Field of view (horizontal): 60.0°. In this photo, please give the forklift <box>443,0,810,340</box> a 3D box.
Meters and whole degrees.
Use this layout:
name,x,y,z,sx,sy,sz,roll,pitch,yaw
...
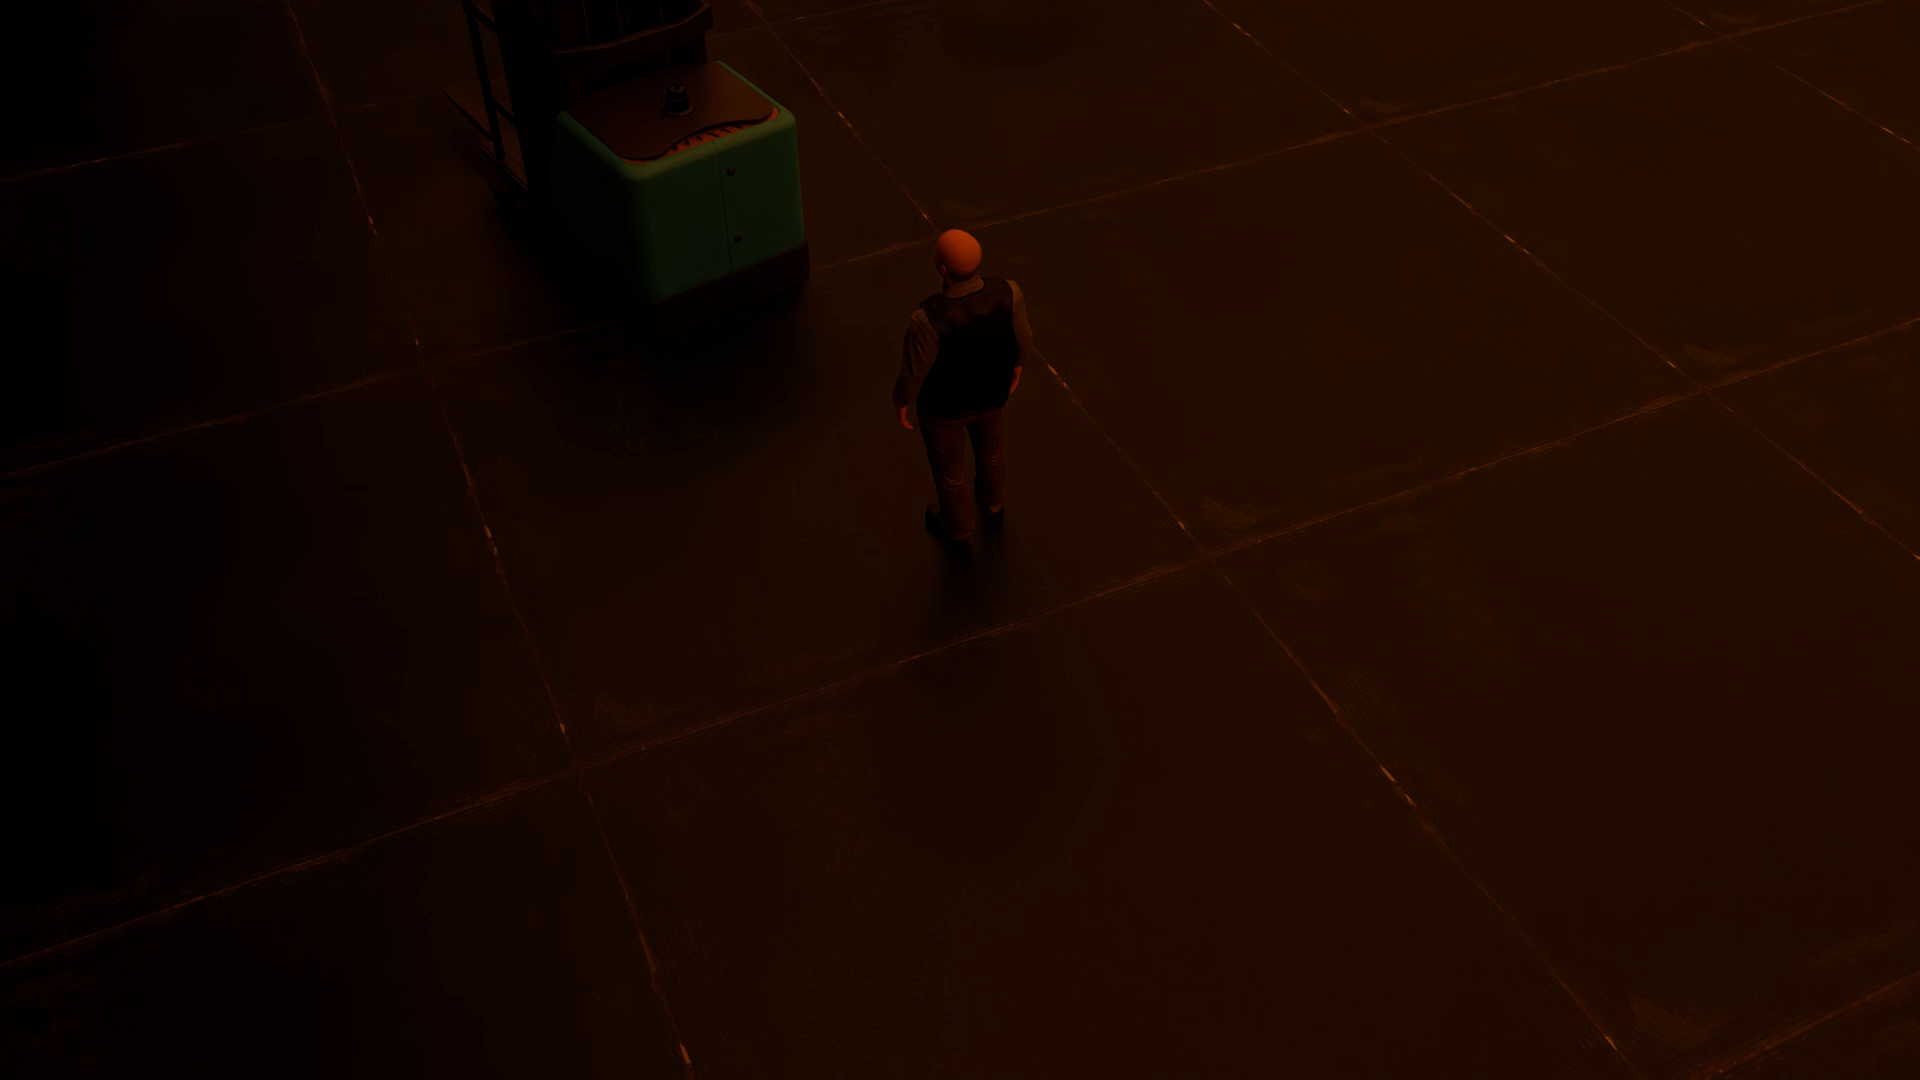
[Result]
name,x,y,z,sx,sy,sz,roll,pitch,yaw
forklift,-2.122,-3.099,9.001,1.130,2.935,3.031,-27,49,-26

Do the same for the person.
name,x,y,z,sx,sy,sz,roll,pitch,yaw
person,-0.018,-0.675,7.280,0.632,1.720,0.568,-18,46,-18
